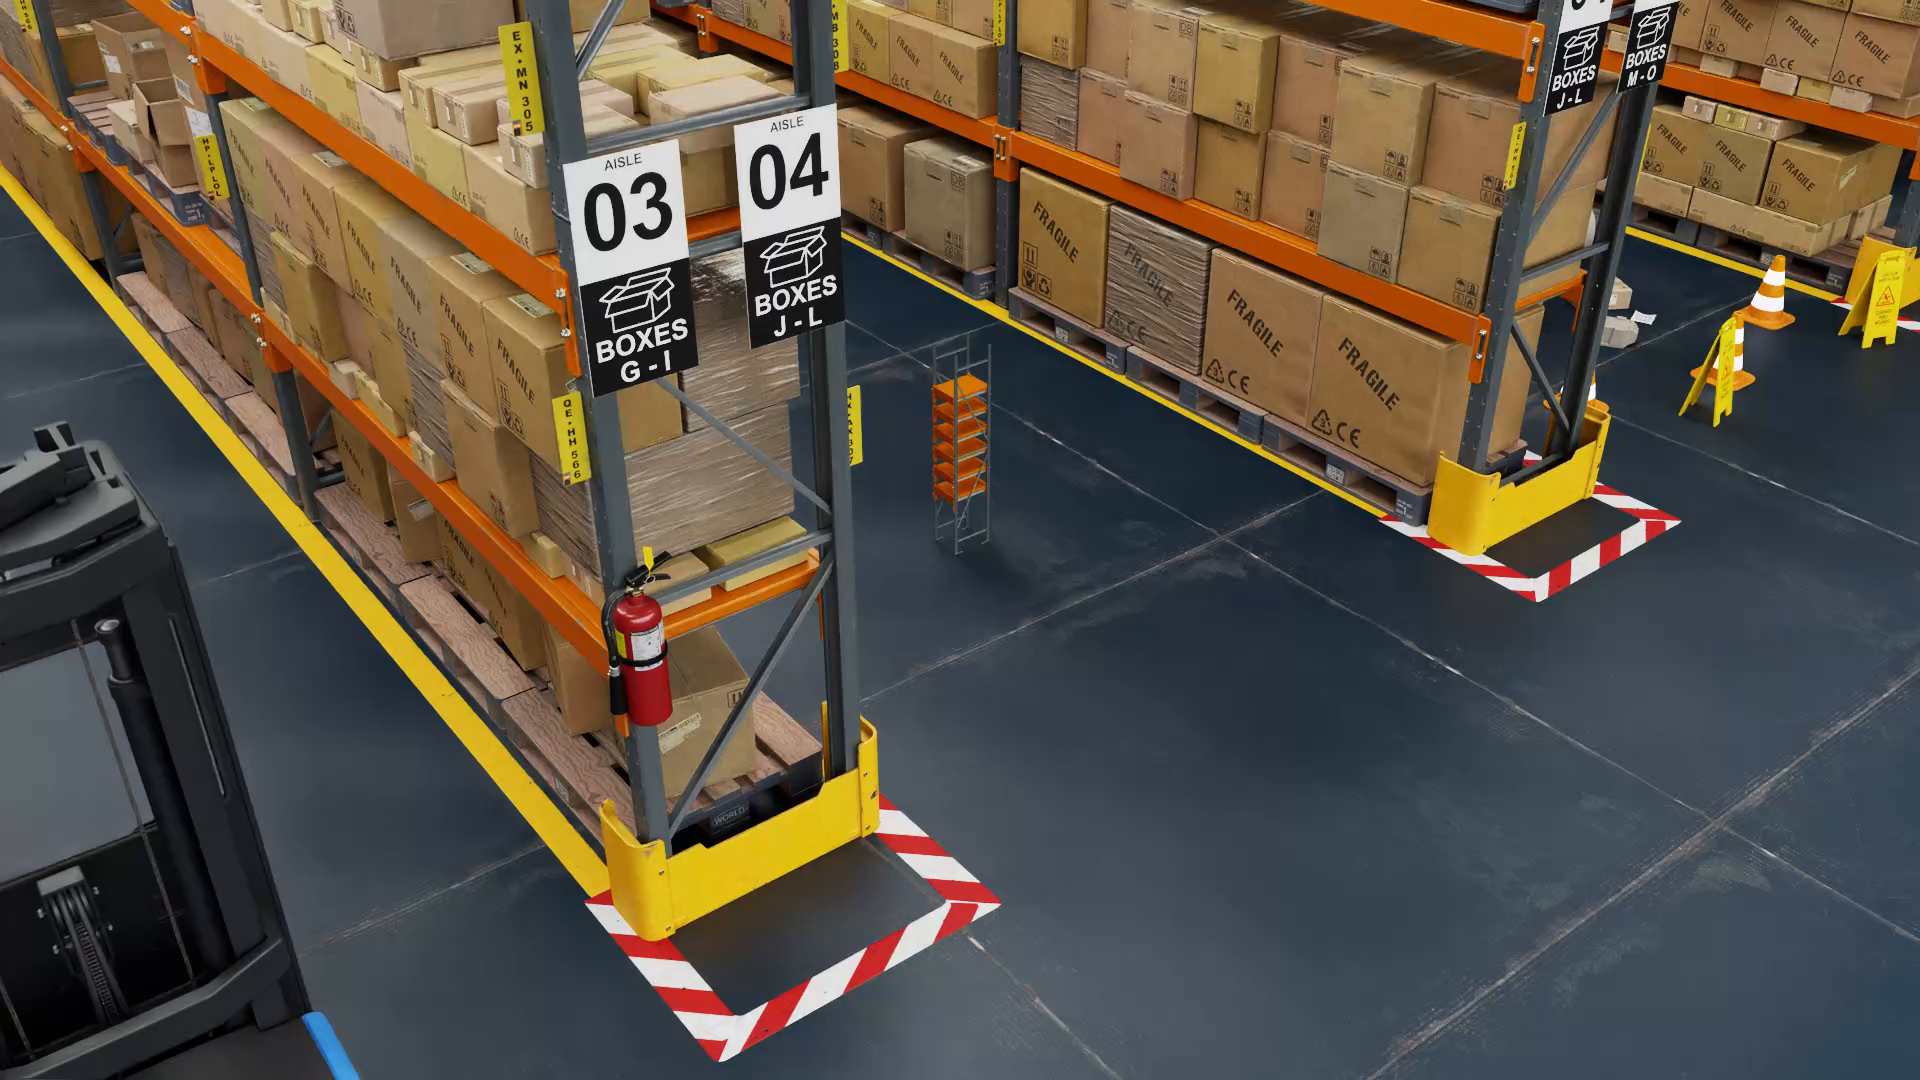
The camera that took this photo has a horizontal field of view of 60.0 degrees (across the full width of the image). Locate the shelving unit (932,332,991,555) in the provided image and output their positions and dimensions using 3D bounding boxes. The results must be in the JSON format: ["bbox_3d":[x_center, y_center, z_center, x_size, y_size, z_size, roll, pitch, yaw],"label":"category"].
[{"bbox_3d":[0.009,-0.504,8.924,0.258,1.200,0.189,-22,38,-31],"label":"shelving unit"}]

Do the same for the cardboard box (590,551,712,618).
[{"bbox_3d":[-1.182,0.174,6.365,0.380,0.149,0.250,-22,38,-31],"label":"cardboard box"}]

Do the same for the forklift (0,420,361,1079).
[{"bbox_3d":[-2.747,0.924,4.984,1.130,2.935,3.031,-22,38,-31],"label":"forklift"}]

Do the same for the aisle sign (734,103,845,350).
[{"bbox_3d":[-0.569,-1.056,5.644,0.394,0.787,0.004,-22,38,-31],"label":"aisle sign"}]

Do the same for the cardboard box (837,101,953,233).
[{"bbox_3d":[-0.357,-2.966,12.917,1.050,0.750,0.750,-22,38,-31],"label":"cardboard box"}]

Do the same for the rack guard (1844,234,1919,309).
[{"bbox_3d":[6.938,-2.057,12.088,1.175,0.500,0.348,-22,38,-31],"label":"rack guard"}]

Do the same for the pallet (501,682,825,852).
[{"bbox_3d":[-1.361,0.922,7.565,1.003,0.211,1.213,-22,38,-31],"label":"pallet"}]

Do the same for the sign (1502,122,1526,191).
[{"bbox_3d":[2.699,-1.866,8.090,0.100,0.325,0.005,-22,38,-31],"label":"sign"}]

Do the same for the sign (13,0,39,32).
[{"bbox_3d":[-6.186,-3.526,10.987,0.100,0.325,0.005,-22,38,-31],"label":"sign"}]

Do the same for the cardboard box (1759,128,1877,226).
[{"bbox_3d":[6.287,-2.666,12.196,0.500,0.500,0.500,-22,38,-31],"label":"cardboard box"}]

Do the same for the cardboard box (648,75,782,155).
[{"bbox_3d":[-0.830,-1.450,5.663,0.380,0.149,0.250,-23,38,-32],"label":"cardboard box"}]

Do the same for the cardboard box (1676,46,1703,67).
[{"bbox_3d":[5.664,-3.710,12.619,0.380,0.149,0.250,-22,38,-31],"label":"cardboard box"}]

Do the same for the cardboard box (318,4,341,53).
[{"bbox_3d":[-2.326,-2.065,6.653,0.380,0.149,0.250,-21,38,-30],"label":"cardboard box"}]

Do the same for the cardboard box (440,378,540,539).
[{"bbox_3d":[-1.561,-0.457,6.767,0.875,0.500,0.500,-22,38,-31],"label":"cardboard box"}]

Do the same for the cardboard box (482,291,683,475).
[{"bbox_3d":[-1.376,-0.624,6.087,0.500,0.500,0.500,-22,38,-31],"label":"cardboard box"}]

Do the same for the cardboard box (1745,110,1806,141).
[{"bbox_3d":[6.009,-3.072,12.236,0.380,0.149,0.250,-21,38,-30],"label":"cardboard box"}]

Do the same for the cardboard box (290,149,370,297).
[{"bbox_3d":[-2.608,-1.455,7.426,0.500,0.500,0.500,-22,38,-31],"label":"cardboard box"}]

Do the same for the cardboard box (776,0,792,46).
[{"bbox_3d":[-1.085,-4.124,12.953,0.500,0.500,0.500,-22,38,-31],"label":"cardboard box"}]

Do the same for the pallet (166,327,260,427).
[{"bbox_3d":[-4.527,-1.196,10.976,1.003,0.211,1.213,-22,38,-31],"label":"pallet"}]

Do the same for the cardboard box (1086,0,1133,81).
[{"bbox_3d":[1.311,-3.276,10.517,0.875,0.550,0.550,-22,38,-31],"label":"cardboard box"}]

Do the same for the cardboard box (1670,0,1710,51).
[{"bbox_3d":[5.531,-4.030,12.519,0.500,0.500,0.500,-22,38,-31],"label":"cardboard box"}]

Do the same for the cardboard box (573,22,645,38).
[{"bbox_3d":[-1.421,-1.894,6.378,0.380,0.149,0.250,-22,38,-32],"label":"cardboard box"}]

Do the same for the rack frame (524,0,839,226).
[{"bbox_3d":[-0.844,-2.429,4.632,1.000,3.000,0.127,-22,38,-31],"label":"rack frame"}]

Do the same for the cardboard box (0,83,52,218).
[{"bbox_3d":[-6.697,-3.159,13.109,1.225,0.875,0.875,-22,38,-31],"label":"cardboard box"}]

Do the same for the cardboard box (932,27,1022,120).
[{"bbox_3d":[0.152,-3.284,11.600,0.500,0.500,0.500,-23,38,-32],"label":"cardboard box"}]

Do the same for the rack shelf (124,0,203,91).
[{"bbox_3d":[-4.523,-3.350,9.640,1.077,0.370,4.000,-22,38,-31],"label":"rack shelf"}]

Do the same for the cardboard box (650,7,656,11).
[{"bbox_3d":[-3.014,-4.837,15.455,0.500,0.250,0.500,-21,38,-30],"label":"cardboard box"}]

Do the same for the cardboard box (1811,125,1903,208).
[{"bbox_3d":[6.693,-2.851,12.495,0.500,0.500,0.500,-24,39,-33],"label":"cardboard box"}]

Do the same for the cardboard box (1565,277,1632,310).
[{"bbox_3d":[4.585,-1.768,11.956,0.380,0.149,0.250,-4,32,-7],"label":"cardboard box"}]

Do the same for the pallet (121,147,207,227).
[{"bbox_3d":[-4.503,-2.322,10.327,1.003,0.211,1.213,-22,38,-31],"label":"pallet"}]

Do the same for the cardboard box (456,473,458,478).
[{"bbox_3d":[-1.961,-0.342,7.195,0.380,0.149,0.250,-22,38,-31],"label":"cardboard box"}]

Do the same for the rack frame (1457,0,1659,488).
[{"bbox_3d":[3.136,-1.443,8.731,1.000,3.000,0.127,-22,38,-31],"label":"rack frame"}]

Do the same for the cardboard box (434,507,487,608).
[{"bbox_3d":[-2.283,-0.015,8.403,0.500,0.500,0.500,-26,40,-35],"label":"cardboard box"}]

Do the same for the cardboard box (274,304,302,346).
[{"bbox_3d":[-3.259,-1.146,8.490,0.380,0.149,0.250,-22,38,-31],"label":"cardboard box"}]

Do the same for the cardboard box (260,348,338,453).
[{"bbox_3d":[-3.656,-0.936,9.866,0.700,0.500,0.500,-26,40,-35],"label":"cardboard box"}]

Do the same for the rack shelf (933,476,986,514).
[{"bbox_3d":[0.009,-0.262,9.074,0.258,0.103,0.180,-22,38,-31],"label":"rack shelf"}]

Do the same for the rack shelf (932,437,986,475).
[{"bbox_3d":[0.009,-0.466,8.947,0.258,0.103,0.180,-22,38,-31],"label":"rack shelf"}]

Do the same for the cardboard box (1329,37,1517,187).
[{"bbox_3d":[2.529,-2.332,8.997,0.875,0.550,0.550,-22,38,-31],"label":"cardboard box"}]

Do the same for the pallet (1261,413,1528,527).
[{"bbox_3d":[2.584,-0.567,9.963,1.003,0.211,1.213,-22,38,-31],"label":"pallet"}]

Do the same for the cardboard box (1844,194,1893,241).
[{"bbox_3d":[6.708,-2.523,12.677,0.500,0.250,0.500,-23,38,-32],"label":"cardboard box"}]

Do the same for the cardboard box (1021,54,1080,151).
[{"bbox_3d":[0.919,-3.024,11.134,0.875,0.550,0.550,-22,38,-31],"label":"cardboard box"}]

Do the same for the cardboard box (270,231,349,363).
[{"bbox_3d":[-2.791,-1.289,8.106,0.875,0.500,0.500,-22,38,-31],"label":"cardboard box"}]

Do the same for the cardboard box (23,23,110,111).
[{"bbox_3d":[-6.248,-3.383,11.759,0.500,0.500,0.500,-21,38,-30],"label":"cardboard box"}]

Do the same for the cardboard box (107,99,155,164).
[{"bbox_3d":[-4.903,-2.557,10.268,0.500,0.250,0.500,-23,39,-33],"label":"cardboard box"}]

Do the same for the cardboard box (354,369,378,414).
[{"bbox_3d":[-2.616,-0.741,7.839,0.380,0.149,0.250,-22,38,-31],"label":"cardboard box"}]

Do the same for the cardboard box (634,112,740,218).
[{"bbox_3d":[-0.935,-1.376,5.921,0.500,0.250,0.500,-21,38,-30],"label":"cardboard box"}]

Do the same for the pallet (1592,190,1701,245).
[{"bbox_3d":[5.723,-2.792,13.546,1.003,0.211,1.213,-22,38,-31],"label":"pallet"}]

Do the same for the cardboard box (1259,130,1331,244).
[{"bbox_3d":[2.274,-2.143,9.716,0.875,0.550,0.550,-22,38,-31],"label":"cardboard box"}]

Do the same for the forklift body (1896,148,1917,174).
[{"bbox_3d":[8.299,-4.534,14.512,2.313,2.155,1.214,-22,38,-31],"label":"forklift body"}]

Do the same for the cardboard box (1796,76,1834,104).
[{"bbox_3d":[6.203,-3.250,11.879,0.380,0.149,0.250,-23,39,-32],"label":"cardboard box"}]

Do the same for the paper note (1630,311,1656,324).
[{"bbox_3d":[4.832,-1.576,11.758,0.142,0.019,0.148,18,36,27],"label":"paper note"}]

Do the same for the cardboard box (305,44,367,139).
[{"bbox_3d":[-2.269,-1.842,6.671,0.500,0.250,0.500,-23,39,-32],"label":"cardboard box"}]

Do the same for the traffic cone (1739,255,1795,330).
[{"bbox_3d":[5.702,-1.771,11.663,0.336,0.463,0.334,-22,38,-31],"label":"traffic cone"}]

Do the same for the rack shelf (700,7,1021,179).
[{"bbox_3d":[-0.543,-3.638,12.947,1.077,0.370,4.000,-22,38,-31],"label":"rack shelf"}]

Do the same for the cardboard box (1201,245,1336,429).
[{"bbox_3d":[2.127,-1.347,10.191,0.875,0.875,0.875,-23,39,-32],"label":"cardboard box"}]

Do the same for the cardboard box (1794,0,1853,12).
[{"bbox_3d":[6.194,-4.036,11.581,0.700,0.500,0.500,-22,38,-31],"label":"cardboard box"}]

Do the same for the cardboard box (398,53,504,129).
[{"bbox_3d":[-1.755,-1.597,5.900,0.380,0.149,0.250,-22,38,-31],"label":"cardboard box"}]

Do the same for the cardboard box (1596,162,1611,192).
[{"bbox_3d":[5.344,-2.992,13.433,0.500,0.250,0.500,-23,38,-32],"label":"cardboard box"}]

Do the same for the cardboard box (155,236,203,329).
[{"bbox_3d":[-4.973,-1.840,11.322,0.700,0.500,0.500,-26,40,-35],"label":"cardboard box"}]
